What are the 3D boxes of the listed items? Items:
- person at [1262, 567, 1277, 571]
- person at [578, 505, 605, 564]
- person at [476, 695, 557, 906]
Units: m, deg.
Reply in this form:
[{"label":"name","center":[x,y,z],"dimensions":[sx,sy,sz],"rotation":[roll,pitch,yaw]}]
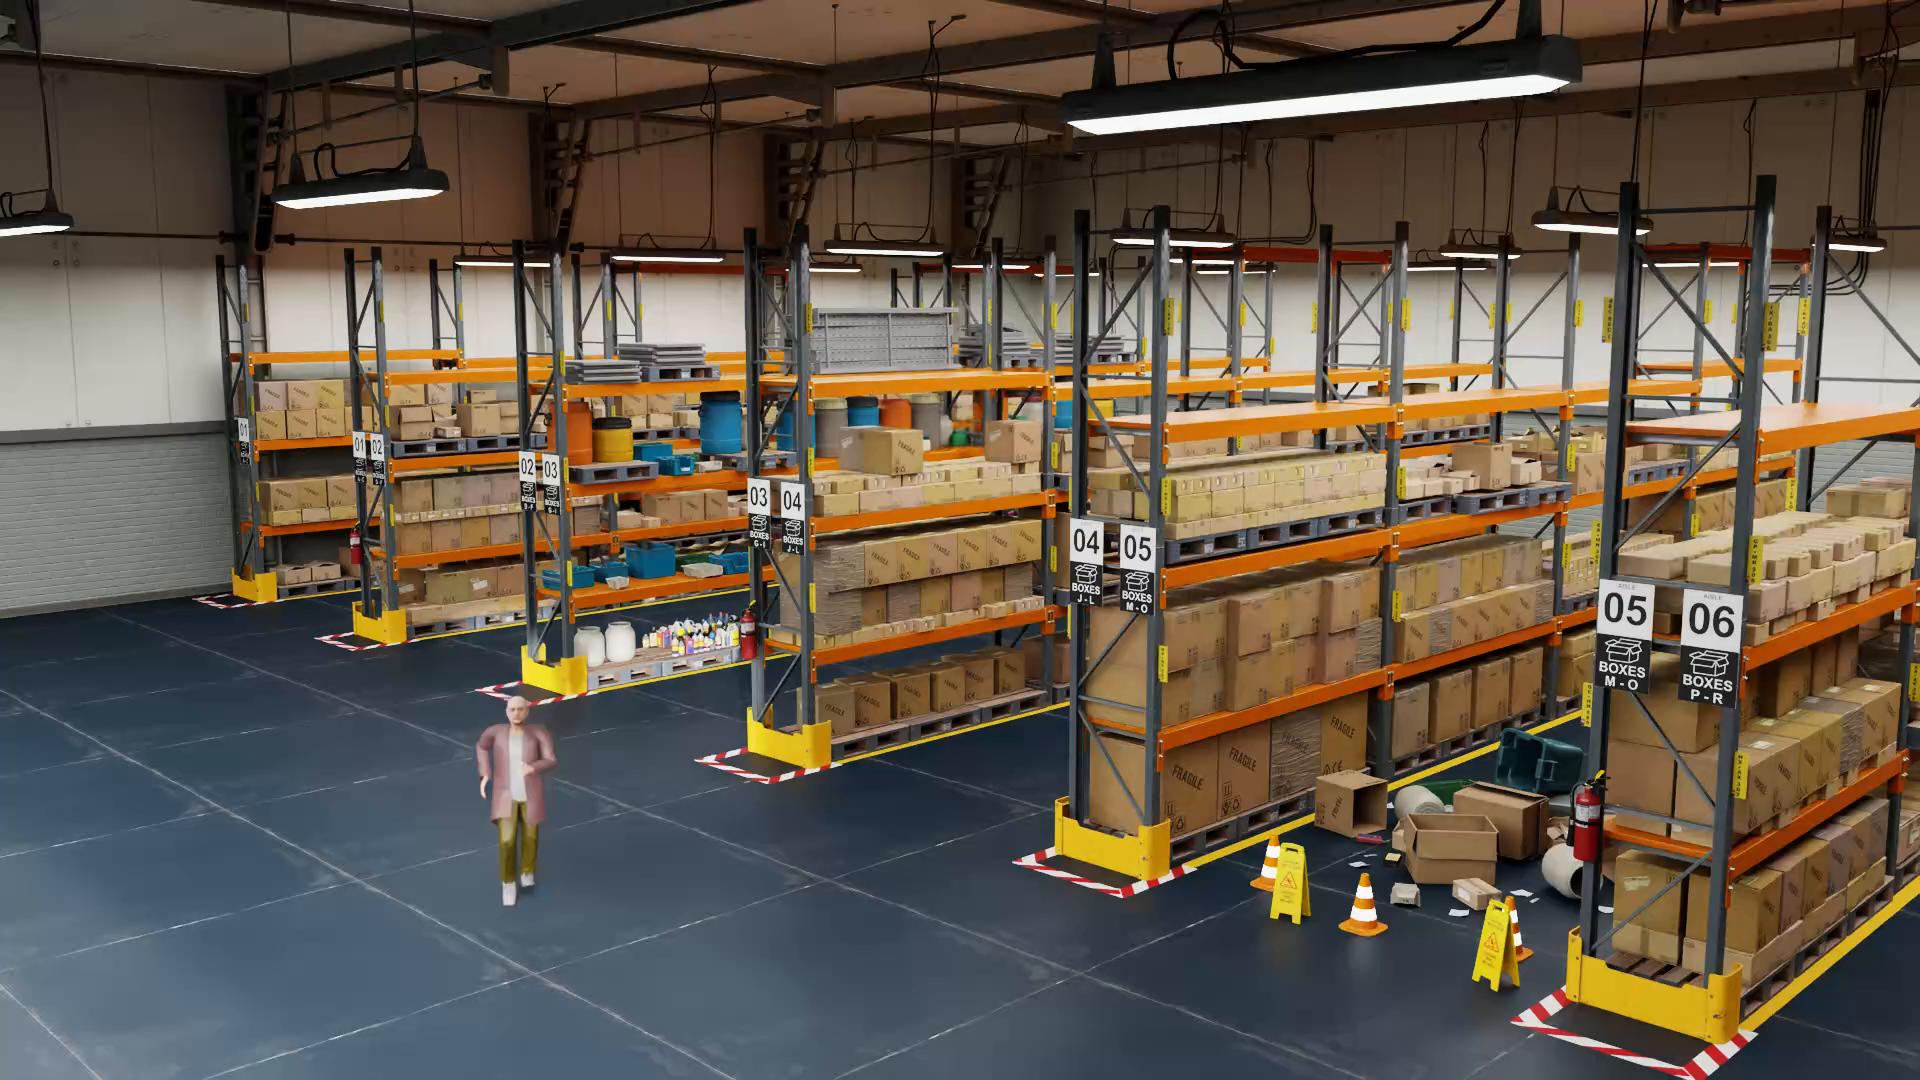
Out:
[{"label":"person","center":[4.150,1.153,22.347],"dimensions":[0.720,1.715,0.604],"rotation":[7,10,39]},{"label":"person","center":[-6.919,-0.090,31.261],"dimensions":[0.643,1.674,0.577],"rotation":[6,10,34]},{"label":"person","center":[-3.845,2.256,14.470],"dimensions":[0.671,1.823,0.798],"rotation":[-2,8,-16]}]
